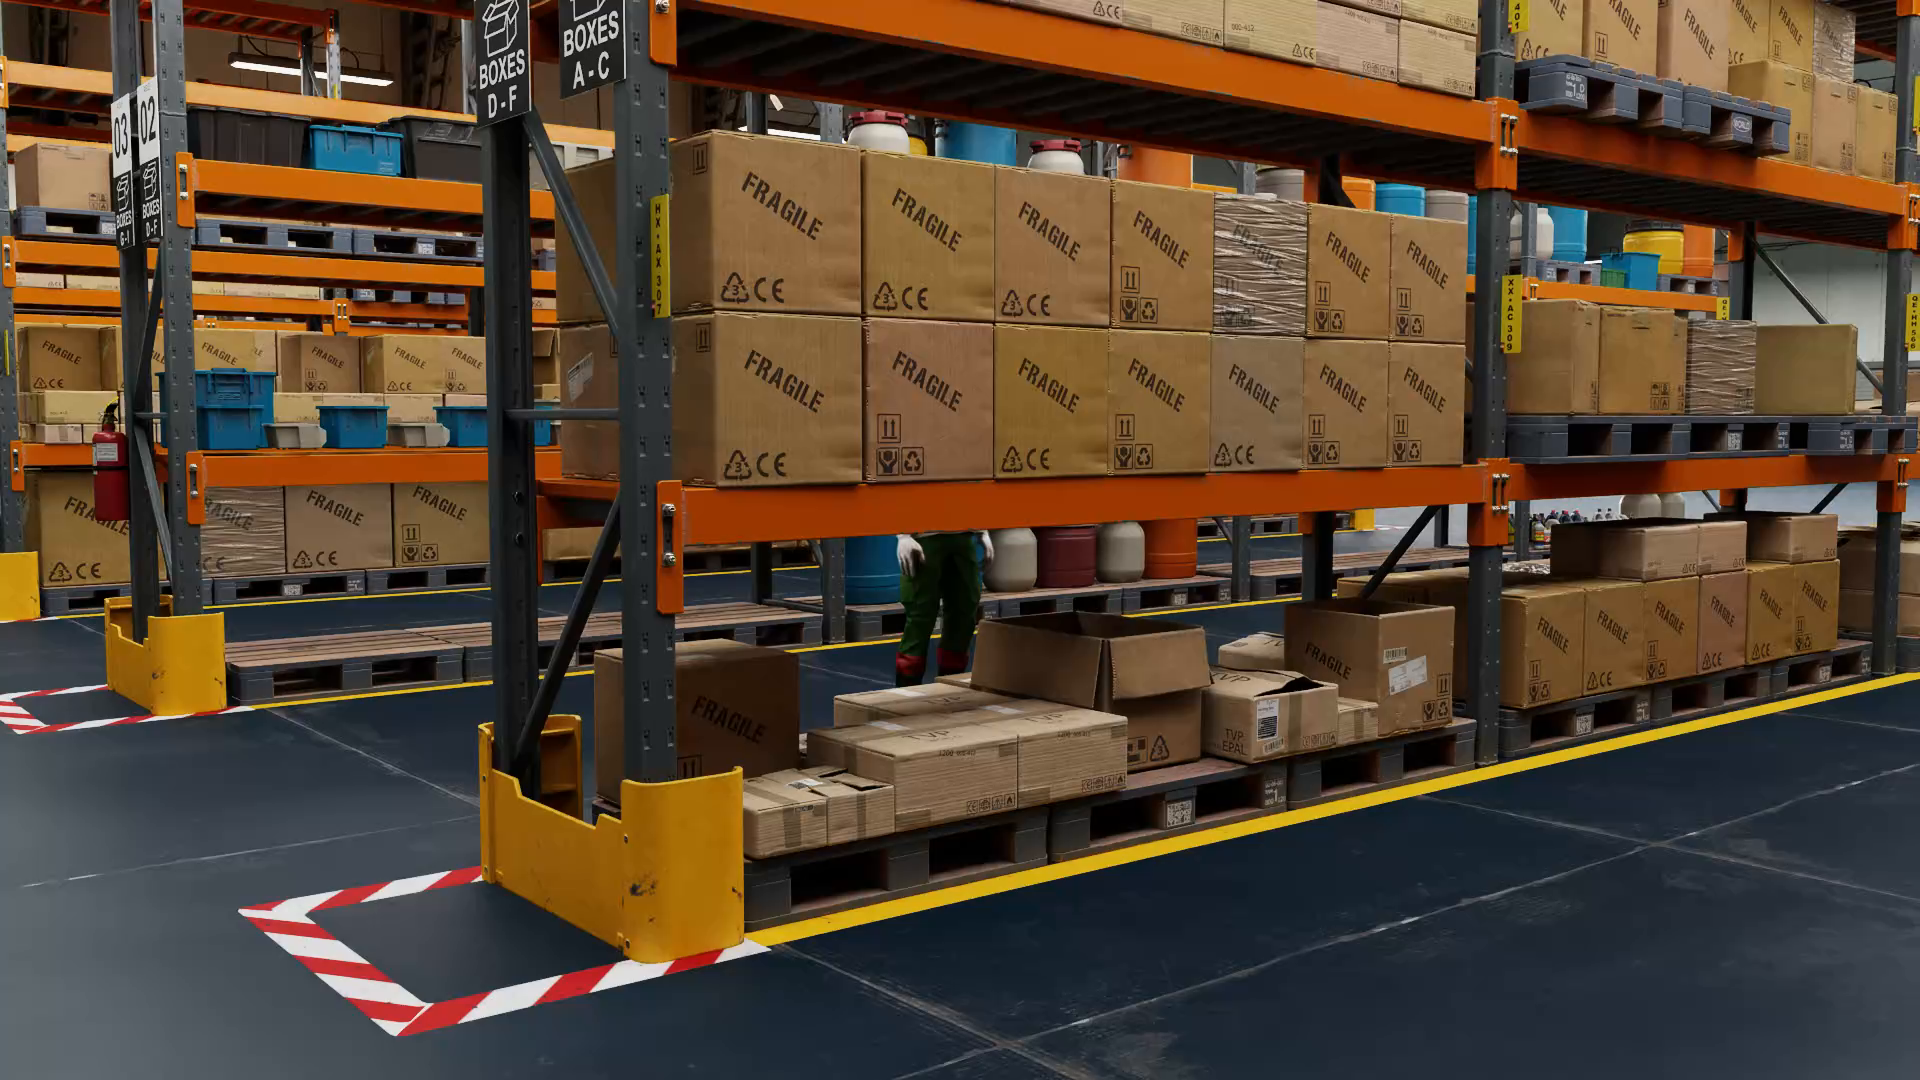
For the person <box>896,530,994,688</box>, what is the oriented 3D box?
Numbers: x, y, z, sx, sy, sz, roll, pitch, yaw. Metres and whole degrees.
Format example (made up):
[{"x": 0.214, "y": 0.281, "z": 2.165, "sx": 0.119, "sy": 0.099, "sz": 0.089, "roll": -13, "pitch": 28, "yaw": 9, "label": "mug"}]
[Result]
[{"x": -0.078, "y": 0.012, "z": 8.155, "sx": 0.620, "sy": 1.780, "sz": 0.447, "roll": -4, "pitch": 6, "yaw": -42, "label": "person"}]
